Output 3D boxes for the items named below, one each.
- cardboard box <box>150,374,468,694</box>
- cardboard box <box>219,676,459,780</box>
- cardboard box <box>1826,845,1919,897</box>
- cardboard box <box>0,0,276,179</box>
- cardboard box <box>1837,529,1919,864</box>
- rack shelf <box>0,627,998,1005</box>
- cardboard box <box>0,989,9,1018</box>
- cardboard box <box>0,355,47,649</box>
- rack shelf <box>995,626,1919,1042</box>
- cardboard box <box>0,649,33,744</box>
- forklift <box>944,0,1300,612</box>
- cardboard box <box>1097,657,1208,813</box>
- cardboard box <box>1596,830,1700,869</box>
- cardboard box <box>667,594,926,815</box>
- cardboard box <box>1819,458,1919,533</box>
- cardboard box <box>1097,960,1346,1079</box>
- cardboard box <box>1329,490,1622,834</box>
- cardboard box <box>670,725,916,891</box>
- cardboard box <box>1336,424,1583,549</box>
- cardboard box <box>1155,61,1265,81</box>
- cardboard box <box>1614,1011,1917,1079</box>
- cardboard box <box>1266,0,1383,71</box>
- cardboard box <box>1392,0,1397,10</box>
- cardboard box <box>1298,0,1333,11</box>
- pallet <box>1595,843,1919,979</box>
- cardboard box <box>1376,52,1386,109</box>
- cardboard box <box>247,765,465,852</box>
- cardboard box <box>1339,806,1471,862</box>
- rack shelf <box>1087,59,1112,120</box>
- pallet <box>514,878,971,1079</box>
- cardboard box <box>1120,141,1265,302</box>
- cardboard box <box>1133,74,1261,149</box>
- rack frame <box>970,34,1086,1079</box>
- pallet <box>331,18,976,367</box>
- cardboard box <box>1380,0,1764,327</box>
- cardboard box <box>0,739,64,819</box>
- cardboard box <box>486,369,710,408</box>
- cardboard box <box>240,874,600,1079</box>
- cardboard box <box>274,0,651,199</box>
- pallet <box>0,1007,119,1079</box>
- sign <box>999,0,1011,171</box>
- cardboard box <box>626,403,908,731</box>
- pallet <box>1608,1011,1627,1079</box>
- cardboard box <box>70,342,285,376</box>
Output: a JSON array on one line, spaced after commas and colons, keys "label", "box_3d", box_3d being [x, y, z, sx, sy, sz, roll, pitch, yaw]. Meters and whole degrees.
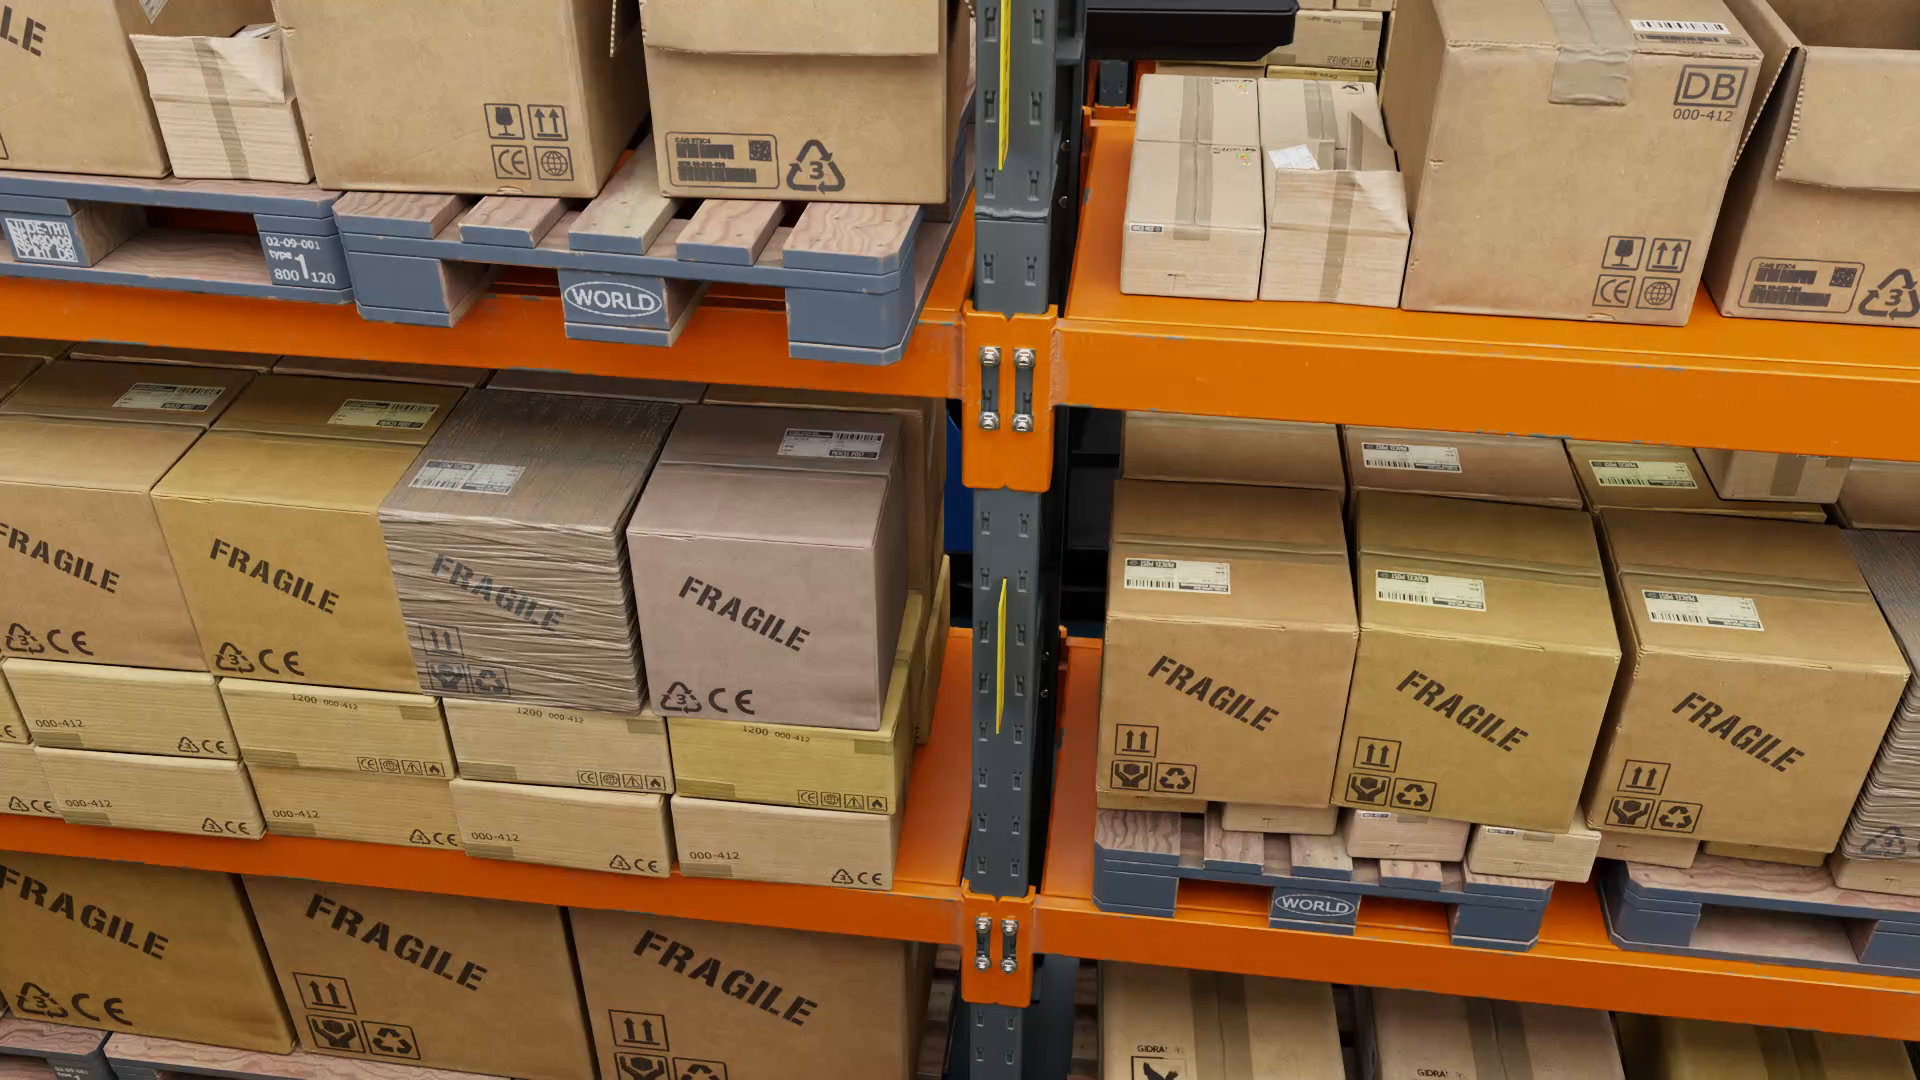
[{"label": "cardboard box", "box_3d": [-1.398, -0.022, 3.752, 0.500, 0.500, 0.500, 4, 36, 6]}, {"label": "cardboard box", "box_3d": [-1.382, 0.293, 3.955, 0.500, 0.250, 0.500, 3, 36, 5]}, {"label": "cardboard box", "box_3d": [2.046, 0.597, 3.686, 0.250, 0.149, 0.380, 5, 36, 7]}, {"label": "cardboard box", "box_3d": [-1.635, -1.009, 3.051, 0.500, 0.500, 0.500, 5, 36, 6]}, {"label": "cardboard box", "box_3d": [2.107, 0.333, 3.498, 0.500, 0.500, 0.500, 3, 36, 4]}, {"label": "rack shelf", "box_3d": [-1.833, 0.532, 4.542, 4.000, 0.370, 1.077, 4, 36, 6]}, {"label": "cardboard box", "box_3d": [-3.192, 0.785, 5.035, 0.875, 0.875, 0.875, 5, 36, 7]}, {"label": "cardboard box", "box_3d": [-2.412, -0.098, 3.858, 0.500, 0.500, 0.500, 3, 36, 5]}, {"label": "rack shelf", "box_3d": [2.134, 0.828, 4.127, 4.000, 0.370, 1.077, 4, 36, 6]}, {"label": "cardboard box", "box_3d": [-2.399, 0.219, 4.060, 0.500, 0.250, 0.500, 5, 36, 7]}, {"label": "forklift", "box_3d": [0.647, -1.177, 6.376, 3.031, 2.935, 1.130, 1, 36, 2]}, {"label": "cardboard box", "box_3d": [0.449, 0.450, 3.892, 0.250, 0.149, 0.380, 2, 36, 3]}, {"label": "cardboard box", "box_3d": [1.510, 0.542, 3.763, 0.250, 0.149, 0.380, 6, 36, 9]}, {"label": "cardboard box", "box_3d": [-0.363, 0.355, 3.869, 0.500, 0.250, 0.500, 4, 36, 6]}, {"label": "cardboard box", "box_3d": [2.193, 0.038, 3.912, 0.500, 0.500, 0.500, 3, 36, 4]}, {"label": "cardboard box", "box_3d": [0.709, 1.334, 4.700, 0.625, 0.372, 0.950, 2, 36, 3]}, {"label": "cardboard box", "box_3d": [1.085, 0.256, 3.606, 0.500, 0.500, 0.500, 6, 36, 8]}, {"label": "cardboard box", "box_3d": [-0.384, 0.561, 4.012, 0.500, 0.250, 0.500, 3, 36, 4]}, {"label": "cardboard box", "box_3d": [1.151, -0.040, 4.020, 0.500, 0.500, 0.500, 4, 36, 5]}, {"label": "cardboard box", "box_3d": [1.188, -2.238, 7.933, 0.500, 0.250, 0.500, 4, 36, 6]}, {"label": "cardboard box", "box_3d": [2.194, 1.443, 4.547, 0.625, 0.372, 0.950, 5, 36, 8]}, {"label": "cardboard box", "box_3d": [1.684, -2.404, 7.735, 0.500, 0.250, 0.500, 5, 36, 7]}, {"label": "cardboard box", "box_3d": [2.094, -2.548, 7.593, 0.250, 0.149, 0.380, 5, 36, 6]}, {"label": "cardboard box", "box_3d": [1.580, -2.561, 7.612, 0.250, 0.149, 0.380, 5, 36, 7]}, {"label": "pallet", "box_3d": [2.119, 0.588, 4.009, 1.213, 0.211, 1.003, 4, 36, 6]}, {"label": "cardboard box", "box_3d": [2.198, -2.164, 7.829, 0.500, 0.250, 0.500, 3, 36, 4]}, {"label": "cardboard box", "box_3d": [-1.391, 0.485, 4.117, 0.500, 0.250, 0.500, 4, 36, 5]}, {"label": "cardboard box", "box_3d": [0.991, 0.537, 3.770, 0.250, 0.149, 0.380, 2, 36, 3]}, {"label": "rack shelf", "box_3d": [-1.205, -2.328, 8.549, 4.000, 0.370, 1.077, 4, 36, 6]}, {"label": "pallet", "box_3d": [-0.622, 1.421, 5.078, 1.213, 0.211, 1.003, 4, 36, 6]}, {"label": "cardboard box", "box_3d": [0.441, -0.610, 3.157, 0.250, 0.149, 0.380, 4, 36, 6]}, {"label": "cardboard box", "box_3d": [0.489, -0.829, 3.464, 0.250, 0.149, 0.380, 4, 36, 6]}, {"label": "rack frame", "box_3d": [0.150, 0.387, 4.125, 0.127, 3.000, 1.000, 4, 36, 6]}, {"label": "pallet", "box_3d": [-0.495, -0.774, 3.333, 1.003, 0.211, 1.213, 6, 36, 8]}, {"label": "cardboard box", "box_3d": [1.089, -0.798, 3.118, 0.500, 0.500, 0.700, 4, 36, 6]}, {"label": "cardboard box", "box_3d": [-2.395, 0.422, 4.206, 0.500, 0.250, 0.500, 4, 36, 6]}, {"label": "cardboard box", "box_3d": [-0.801, -0.269, 4.098, 0.500, 0.500, 0.500, 4, 36, 6]}, {"label": "cardboard box", "box_3d": [-1.408, 0.914, 4.855, 0.875, 0.875, 0.875, 5, 36, 7]}, {"label": "cardboard box", "box_3d": [-0.856, -1.009, 3.052, 0.500, 0.500, 0.700, 3, 36, 4]}, {"label": "pallet", "box_3d": [-3.042, 1.240, 5.331, 1.213, 0.211, 1.003, 4, 36, 6]}, {"label": "sign", "box_3d": [0.071, -0.757, 2.633, 0.005, 0.325, 0.100, 4, 36, 6]}, {"label": "cardboard box", "box_3d": [-0.396, 0.052, 3.648, 0.500, 0.500, 0.500, 3, 36, 5]}, {"label": "pallet", "box_3d": [2.132, 1.673, 4.725, 1.213, 0.211, 1.003, 4, 36, 6]}, {"label": "cardboard box", "box_3d": [-1.812, -0.355, 4.219, 0.500, 0.500, 0.500, 5, 36, 7]}]
